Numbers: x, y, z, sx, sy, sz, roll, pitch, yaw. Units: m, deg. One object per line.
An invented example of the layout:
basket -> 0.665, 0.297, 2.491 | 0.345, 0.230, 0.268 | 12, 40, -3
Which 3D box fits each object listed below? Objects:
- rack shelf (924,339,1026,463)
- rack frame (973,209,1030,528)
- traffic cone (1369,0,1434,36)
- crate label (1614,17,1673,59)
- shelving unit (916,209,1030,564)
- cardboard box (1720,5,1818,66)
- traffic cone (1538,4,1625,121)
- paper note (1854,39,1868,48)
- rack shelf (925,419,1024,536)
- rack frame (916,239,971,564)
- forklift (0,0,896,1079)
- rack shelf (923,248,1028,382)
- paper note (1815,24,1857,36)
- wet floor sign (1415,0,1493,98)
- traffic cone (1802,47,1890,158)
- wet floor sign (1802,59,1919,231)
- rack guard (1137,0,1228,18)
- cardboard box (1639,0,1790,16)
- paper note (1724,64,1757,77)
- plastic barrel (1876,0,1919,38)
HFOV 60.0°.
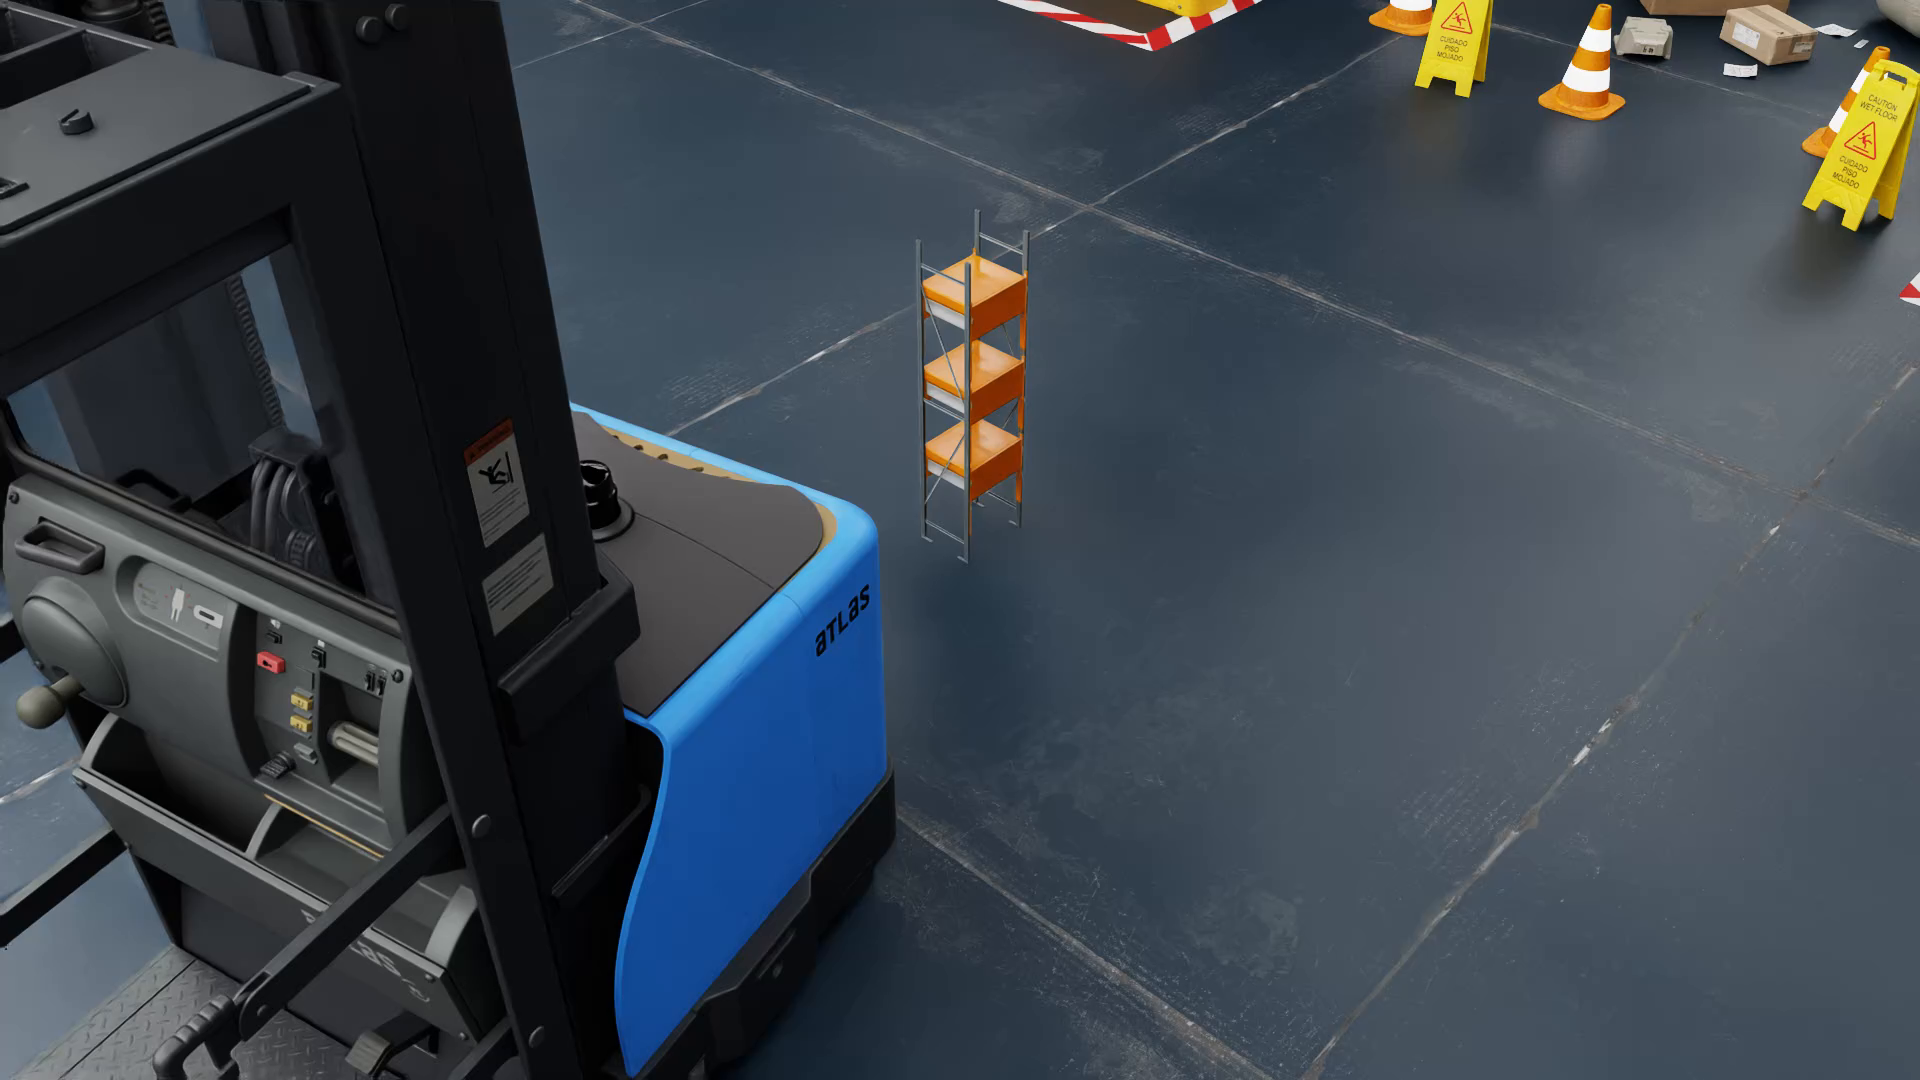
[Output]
rack shelf -> 0.036, -0.427, 4.961 | 0.215, 0.259, 0.240 | 30, 47, 32
rack frame -> 0.118, -0.492, 5.025 | 0.200, 1.050, 0.008 | 30, 47, 32
traffic cone -> 2.326, -2.875, 8.494 | 0.336, 0.463, 0.334 | 30, 47, 32
crate label -> 3.416, -2.504, 8.289 | 0.250, 0.136, 0.298 | 8, 39, 10
shelving unit -> 0.036, -0.435, 4.954 | 0.215, 1.050, 0.252 | 30, 47, 32
cardboard box -> 4.035, -2.522, 8.302 | 0.250, 0.149, 0.380 | -11, 40, -14
traffic cone -> 2.931, -2.244, 7.700 | 0.336, 0.463, 0.334 | 30, 47, 32
paper note -> 4.549, -2.504, 8.391 | 0.032, 0.001, 0.123 | 30, 47, 32
rack shelf -> 0.036, -0.210, 5.134 | 0.215, 0.259, 0.240 | 30, 47, 32
rack frame -> -0.046, -0.379, 4.884 | 0.200, 1.050, 0.008 | 30, 47, 32
forklift -> -1.333, 0.276, 2.548 | 1.130, 2.935, 3.031 | 20, 43, 23
rack shelf -> 0.036, -0.649, 4.784 | 0.215, 0.259, 0.240 | 30, 47, 32
paper note -> 4.494, -2.619, 8.528 | 0.142, 0.019, 0.148 | -18, 42, -21
wet floor sign -> 2.362, -2.454, 7.817 | 0.267, 0.644, 0.232 | 22, 43, 25
traffic cone -> 3.980, -1.934, 7.311 | 0.336, 0.463, 0.334 | 30, 47, 32
wet floor sign -> 3.724, -1.628, 6.779 | 0.232, 0.644, 0.267 | -18, 42, -21
rack guard -> 0.904, -3.231, 8.911 | 1.175, 0.500, 0.348 | 30, 47, 32
cardboard box -> 3.958, -3.081, 8.720 | 0.797, 0.503, 0.637 | 2, 39, 2
paper note -> 3.810, -2.296, 8.113 | 0.148, 0.019, 0.142 | 14, 41, 17
plastic barrel -> 4.918, -2.764, 8.386 | 0.421, 0.421, 0.512 | -5, 39, -6
